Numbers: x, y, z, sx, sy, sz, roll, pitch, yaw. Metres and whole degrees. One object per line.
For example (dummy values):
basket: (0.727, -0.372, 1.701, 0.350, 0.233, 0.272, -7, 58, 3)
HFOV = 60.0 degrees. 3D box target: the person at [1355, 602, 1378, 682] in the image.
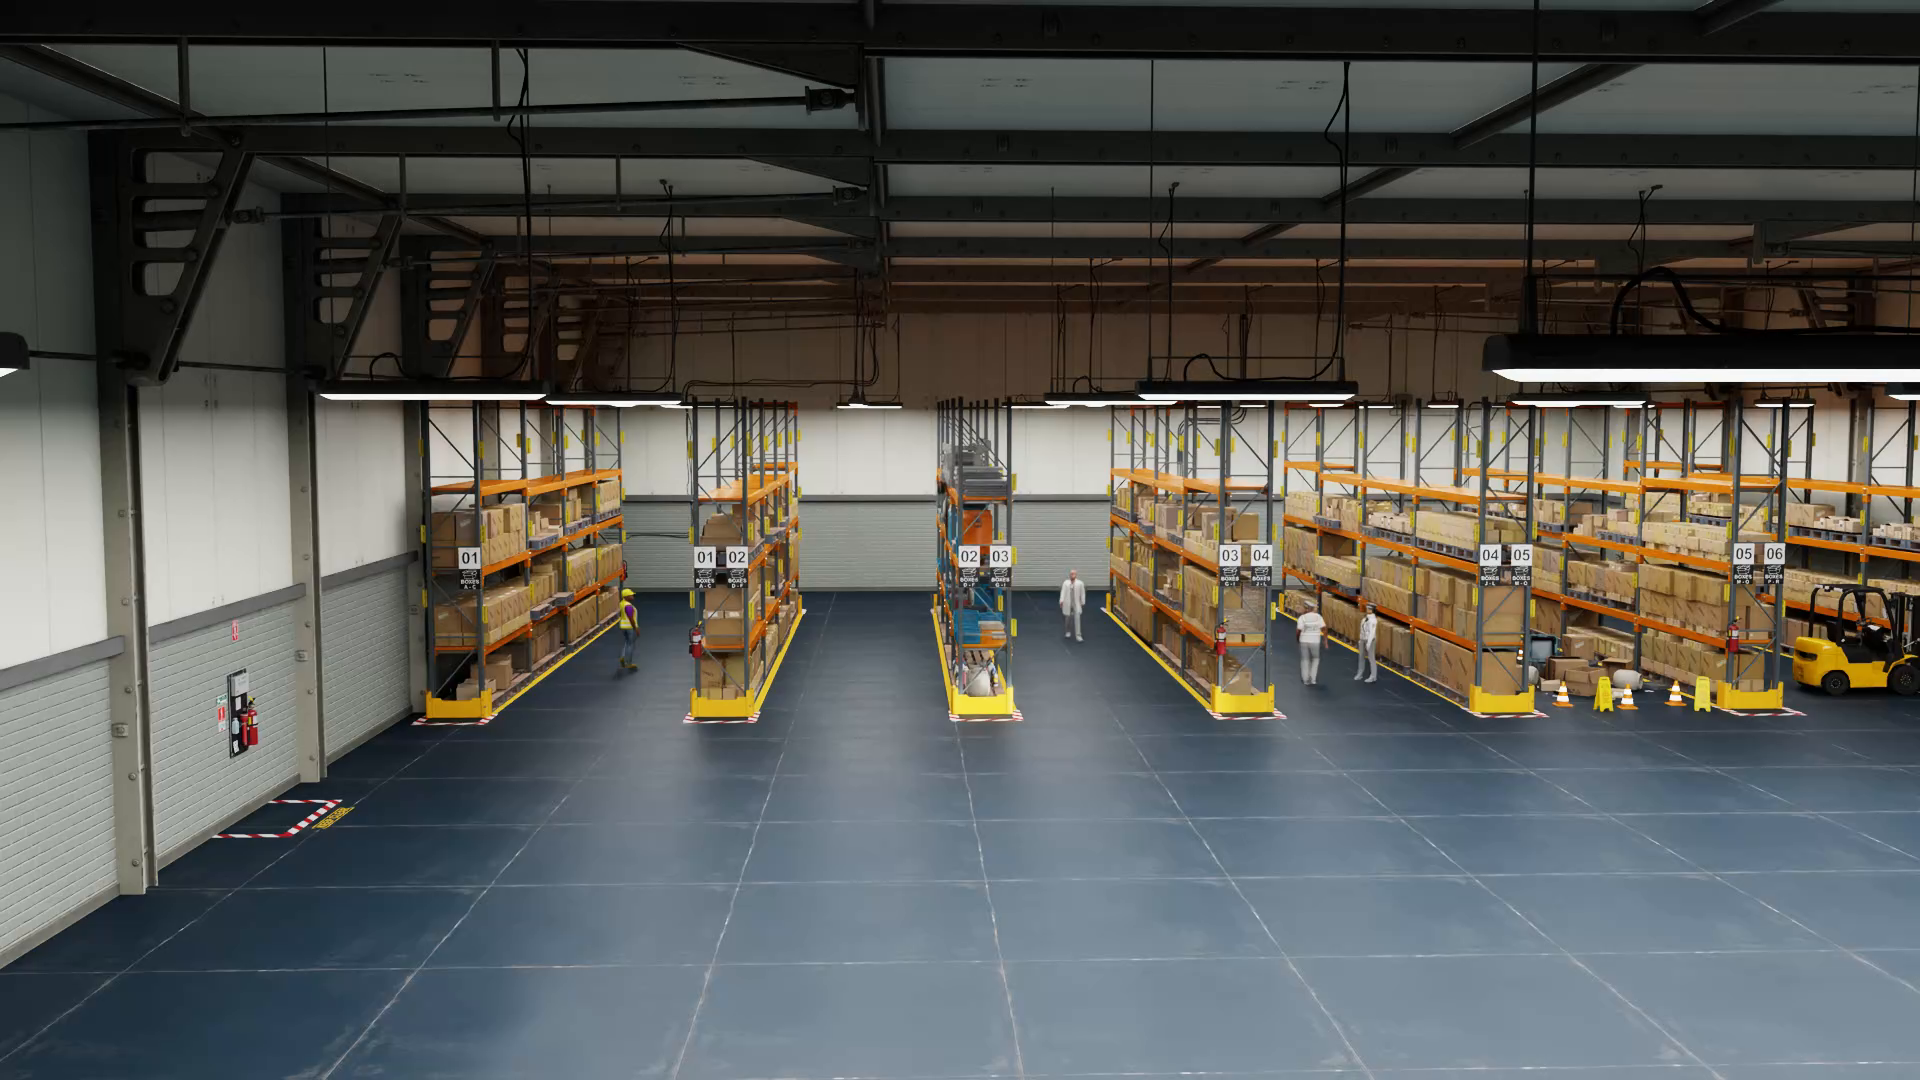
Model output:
person: (8.647, 2.156, 35.343, 0.429, 1.674, 0.535, -2, 5, -21)

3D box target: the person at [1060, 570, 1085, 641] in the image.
person: (2.825, 1.618, 41.687, 0.667, 1.725, 1.048, 0, 4, -5)

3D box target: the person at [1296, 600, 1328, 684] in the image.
person: (7.371, 2.207, 34.958, 0.695, 1.857, 0.559, 2, 5, 23)

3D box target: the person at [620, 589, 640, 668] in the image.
person: (-7.353, 1.971, 37.027, 0.588, 1.775, 0.479, 3, 5, 34)
